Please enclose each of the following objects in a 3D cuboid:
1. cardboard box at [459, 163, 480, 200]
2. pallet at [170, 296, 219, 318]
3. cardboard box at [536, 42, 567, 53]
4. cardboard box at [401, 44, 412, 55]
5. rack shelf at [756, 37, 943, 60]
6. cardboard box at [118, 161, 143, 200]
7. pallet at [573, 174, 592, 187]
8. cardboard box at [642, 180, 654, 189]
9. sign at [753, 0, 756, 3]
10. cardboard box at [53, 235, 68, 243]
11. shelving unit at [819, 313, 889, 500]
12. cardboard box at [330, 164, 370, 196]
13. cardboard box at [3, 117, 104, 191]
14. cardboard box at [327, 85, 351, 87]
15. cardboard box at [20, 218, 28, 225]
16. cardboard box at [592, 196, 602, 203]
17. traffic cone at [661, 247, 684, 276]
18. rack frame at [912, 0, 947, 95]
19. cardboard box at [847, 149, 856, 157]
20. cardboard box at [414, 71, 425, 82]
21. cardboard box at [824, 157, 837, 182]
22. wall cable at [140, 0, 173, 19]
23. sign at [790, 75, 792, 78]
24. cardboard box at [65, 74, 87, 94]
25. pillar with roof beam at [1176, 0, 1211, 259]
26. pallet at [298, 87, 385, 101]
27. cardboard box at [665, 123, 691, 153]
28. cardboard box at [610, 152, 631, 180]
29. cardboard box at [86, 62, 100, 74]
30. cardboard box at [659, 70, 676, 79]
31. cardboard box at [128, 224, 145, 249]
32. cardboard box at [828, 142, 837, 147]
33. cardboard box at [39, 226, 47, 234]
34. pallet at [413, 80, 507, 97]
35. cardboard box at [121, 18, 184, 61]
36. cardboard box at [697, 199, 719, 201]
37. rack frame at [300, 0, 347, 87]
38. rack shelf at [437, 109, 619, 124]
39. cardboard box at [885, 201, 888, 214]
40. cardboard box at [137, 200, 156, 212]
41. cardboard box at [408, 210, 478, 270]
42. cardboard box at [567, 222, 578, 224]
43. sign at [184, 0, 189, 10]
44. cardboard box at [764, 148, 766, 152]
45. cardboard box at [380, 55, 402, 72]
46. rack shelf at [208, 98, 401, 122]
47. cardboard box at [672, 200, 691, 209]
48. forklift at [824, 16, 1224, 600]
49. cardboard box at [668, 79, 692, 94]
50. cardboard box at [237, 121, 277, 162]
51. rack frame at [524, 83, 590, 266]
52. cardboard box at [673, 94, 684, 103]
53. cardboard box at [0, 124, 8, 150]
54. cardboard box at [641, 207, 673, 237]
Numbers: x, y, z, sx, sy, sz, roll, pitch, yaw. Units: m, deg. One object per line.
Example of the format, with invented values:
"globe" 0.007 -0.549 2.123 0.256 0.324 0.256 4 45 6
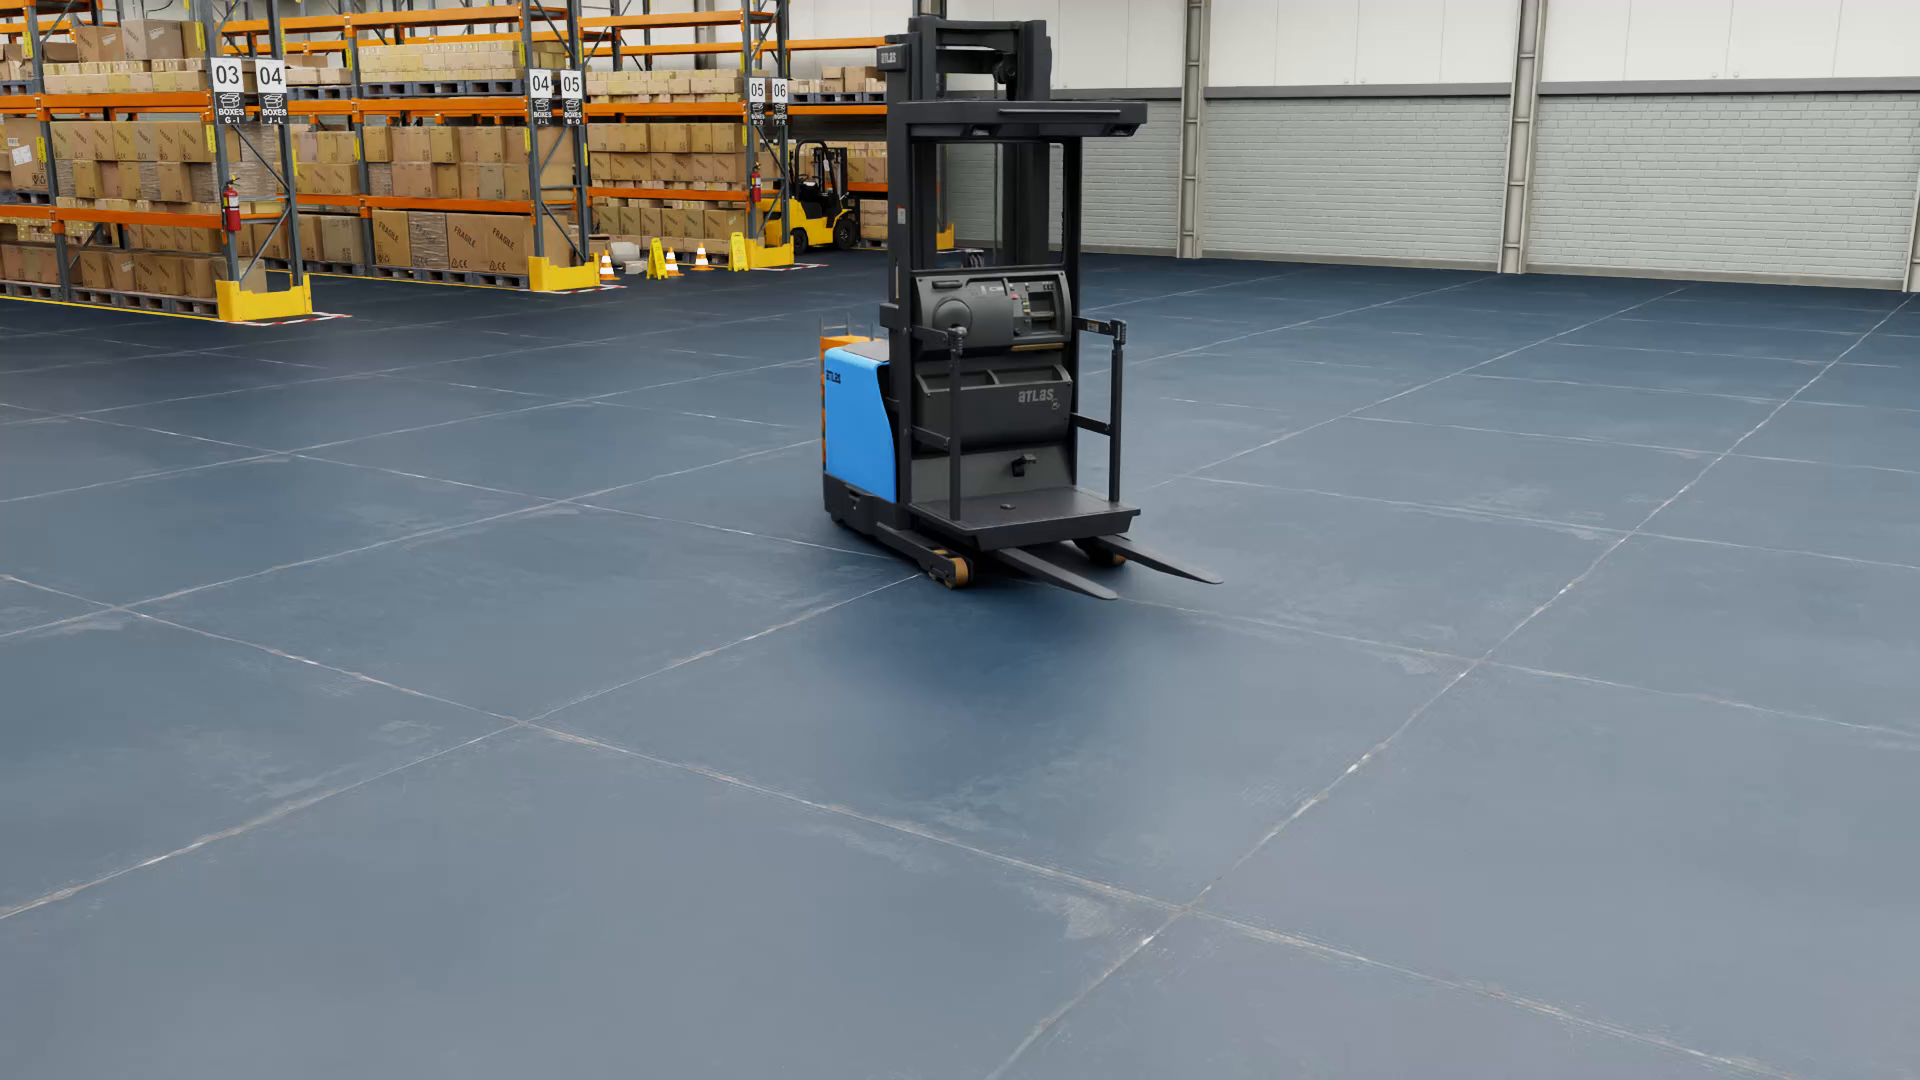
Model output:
"cardboard box" -7.232 -5.589 25.844 0.550 0.550 0.875 9 17 33
"pallet" -9.605 -3.103 21.917 1.213 0.211 1.003 9 17 33
"cardboard box" -6.135 -7.387 24.962 0.250 0.149 0.380 9 17 33
"cardboard box" -8.395 -7.562 25.670 0.250 0.149 0.380 9 17 33
"rack shelf" -2.249 -9.933 33.552 4.000 0.370 1.077 9 17 33
"cardboard box" -10.610 -4.790 22.105 0.500 0.500 0.875 9 17 33
"pallet" -7.229 -6.881 31.776 1.213 0.211 1.003 9 17 33
"cardboard box" -5.537 -6.441 30.122 0.250 0.149 0.380 9 17 33
"sign" -4.202 -11.127 33.936 0.005 0.325 0.100 9 17 33
"cardboard box" -17.367 -5.858 32.305 0.250 0.149 0.380 9 17 33
"shelving unit" -0.637 -0.826 10.656 0.258 1.200 0.503 -13 18 -43
"cardboard box" -9.937 -5.907 27.235 0.500 0.500 0.500 9 17 32
"cardboard box" -12.788 -5.496 23.660 1.000 1.000 1.000 9 17 33
"cardboard box" -12.745 -9.448 34.422 0.500 0.500 0.500 9 16 32
"cardboard box" -18.381 -6.333 32.984 0.250 0.149 0.380 8 16 30
"cardboard box" -8.217 -7.765 37.925 0.250 0.149 0.380 9 16 31
"traffic cone" -4.771 -4.608 27.475 0.334 0.463 0.336 9 17 33
"rack frame" -0.590 -10.208 32.334 0.127 3.000 1.000 9 17 33
"cardboard box" -2.112 -7.817 33.602 0.250 0.149 0.380 9 17 33
"cardboard box" -8.185 -7.141 25.628 0.250 0.149 0.380 9 17 33
"cardboard box" -2.419 -7.564 33.927 0.500 0.500 0.500 9 17 33
"wall cable" -19.502 -12.789 42.680 0.133 3.039 2.988 9 17 33
"sign" -3.600 -9.689 35.238 0.005 0.325 0.100 9 17 33
"cardboard box" -11.534 -6.068 22.165 0.500 0.250 0.500 9 17 32
"pillar with roof beam" 1.912 -8.818 26.719 0.400 9.000 9.100 9 17 33
"pallet" -10.143 -7.318 27.299 1.217 0.209 0.805 8 16 31
"cardboard box" -4.799 -7.126 29.461 0.500 0.500 0.700 9 16 32
"cardboard box" -6.037 -6.858 30.458 0.500 0.500 0.500 9 17 33
"cardboard box" -11.237 -6.198 21.859 0.250 0.149 0.380 9 16 32
"cardboard box" -5.093 -8.213 29.378 0.250 0.149 0.380 10 17 34
"cardboard box" -15.088 -5.683 30.865 0.500 0.500 0.500 10 17 35
"cardboard box" -2.480 -8.052 33.930 0.250 0.149 0.380 9 17 33
"cardboard box" -17.899 -6.130 32.784 0.250 0.149 0.380 10 17 36
"pallet" -7.673 -6.979 25.717 1.213 0.211 1.003 9 17 33
"cardboard box" -10.315 -6.379 21.240 0.500 0.500 0.500 9 17 33
"cardboard box" -5.613 -7.157 36.563 0.625 0.625 0.875 8 16 31
"rack frame" -13.314 -10.827 34.835 0.127 3.000 1.000 9 17 33
"rack shelf" -8.335 -8.217 32.031 4.000 0.370 1.077 9 17 33
"cardboard box" -1.146 -6.650 33.213 0.500 0.250 0.500 10 17 35
"cardboard box" -10.543 -4.385 21.819 0.250 0.149 0.380 9 17 33
"cardboard box" -8.122 -4.796 26.502 0.875 0.875 0.875 9 17 33
"cardboard box" -7.711 -5.936 32.156 0.625 0.372 0.950 10 17 36
"sign" -16.948 -11.784 36.427 0.005 0.325 0.100 9 17 33
"cardboard box" -4.316 -8.198 35.138 0.250 0.149 0.380 10 17 35
"cardboard box" -8.686 -7.433 25.977 0.500 0.250 0.500 9 17 32
"rack shelf" -11.014 -7.217 27.989 4.000 0.370 1.077 9 17 33
"cardboard box" -4.934 -6.015 29.818 0.250 0.149 0.380 10 17 35
"forklift" 0.290 -1.289 8.930 1.130 2.935 3.031 -7 16 -27
"cardboard box" -4.782 -7.985 29.287 0.500 0.250 0.500 10 17 34
"cardboard box" -9.192 -5.136 21.422 0.500 0.500 0.500 9 17 33
"rack frame" -6.036 -5.305 25.013 0.127 3.000 1.000 9 17 33
"cardboard box" -4.856 -7.809 29.409 0.250 0.149 0.380 9 16 31
"cardboard box" -18.665 -7.950 32.788 0.500 0.500 0.500 10 17 34
"cardboard box" -5.457 -5.803 30.312 0.500 0.500 0.500 10 17 36
